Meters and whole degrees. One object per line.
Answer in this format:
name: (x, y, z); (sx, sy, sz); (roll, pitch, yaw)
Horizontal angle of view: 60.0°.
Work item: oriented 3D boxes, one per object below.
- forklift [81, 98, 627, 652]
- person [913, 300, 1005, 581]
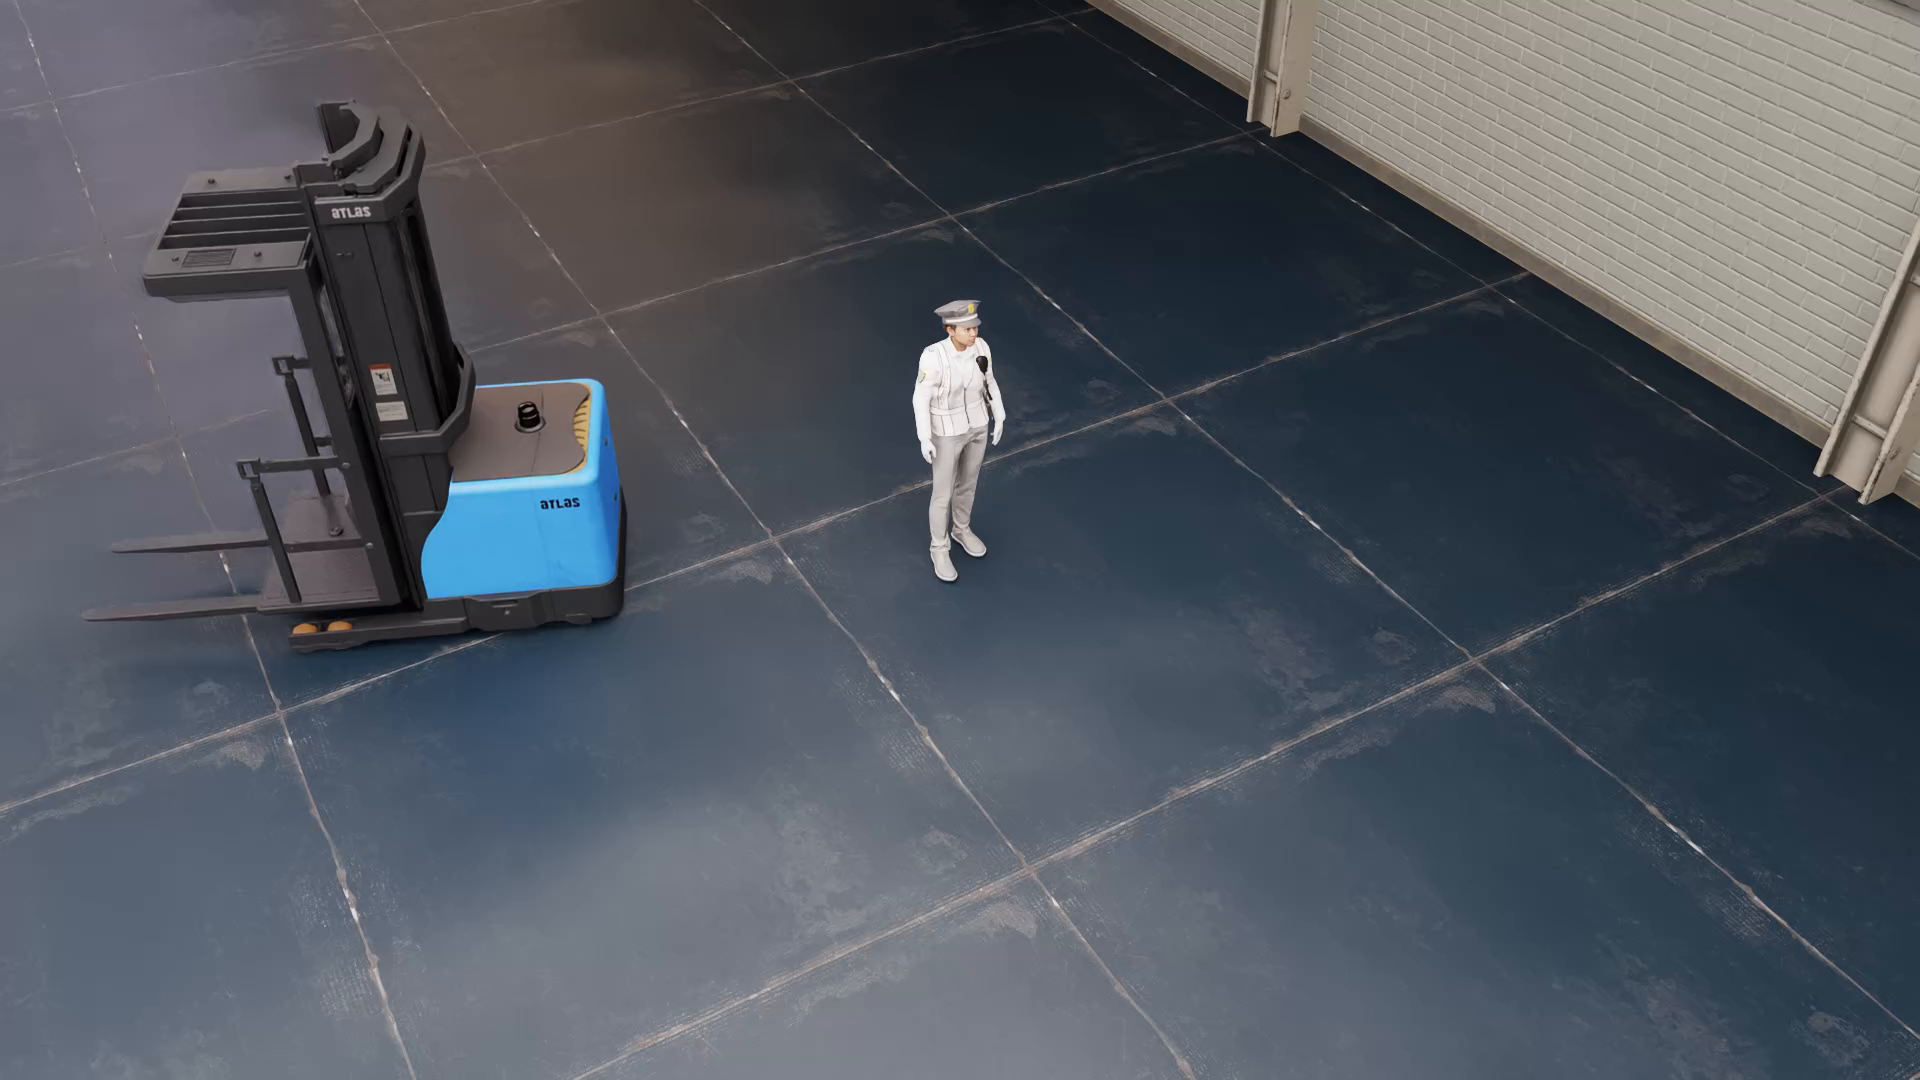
forklift: (-3.534, -0.842, 9.051); (3.031, 2.935, 1.130); (-5, 40, -6)
person: (0.029, -0.618, 9.739); (0.588, 1.695, 0.531); (-20, 44, -23)
